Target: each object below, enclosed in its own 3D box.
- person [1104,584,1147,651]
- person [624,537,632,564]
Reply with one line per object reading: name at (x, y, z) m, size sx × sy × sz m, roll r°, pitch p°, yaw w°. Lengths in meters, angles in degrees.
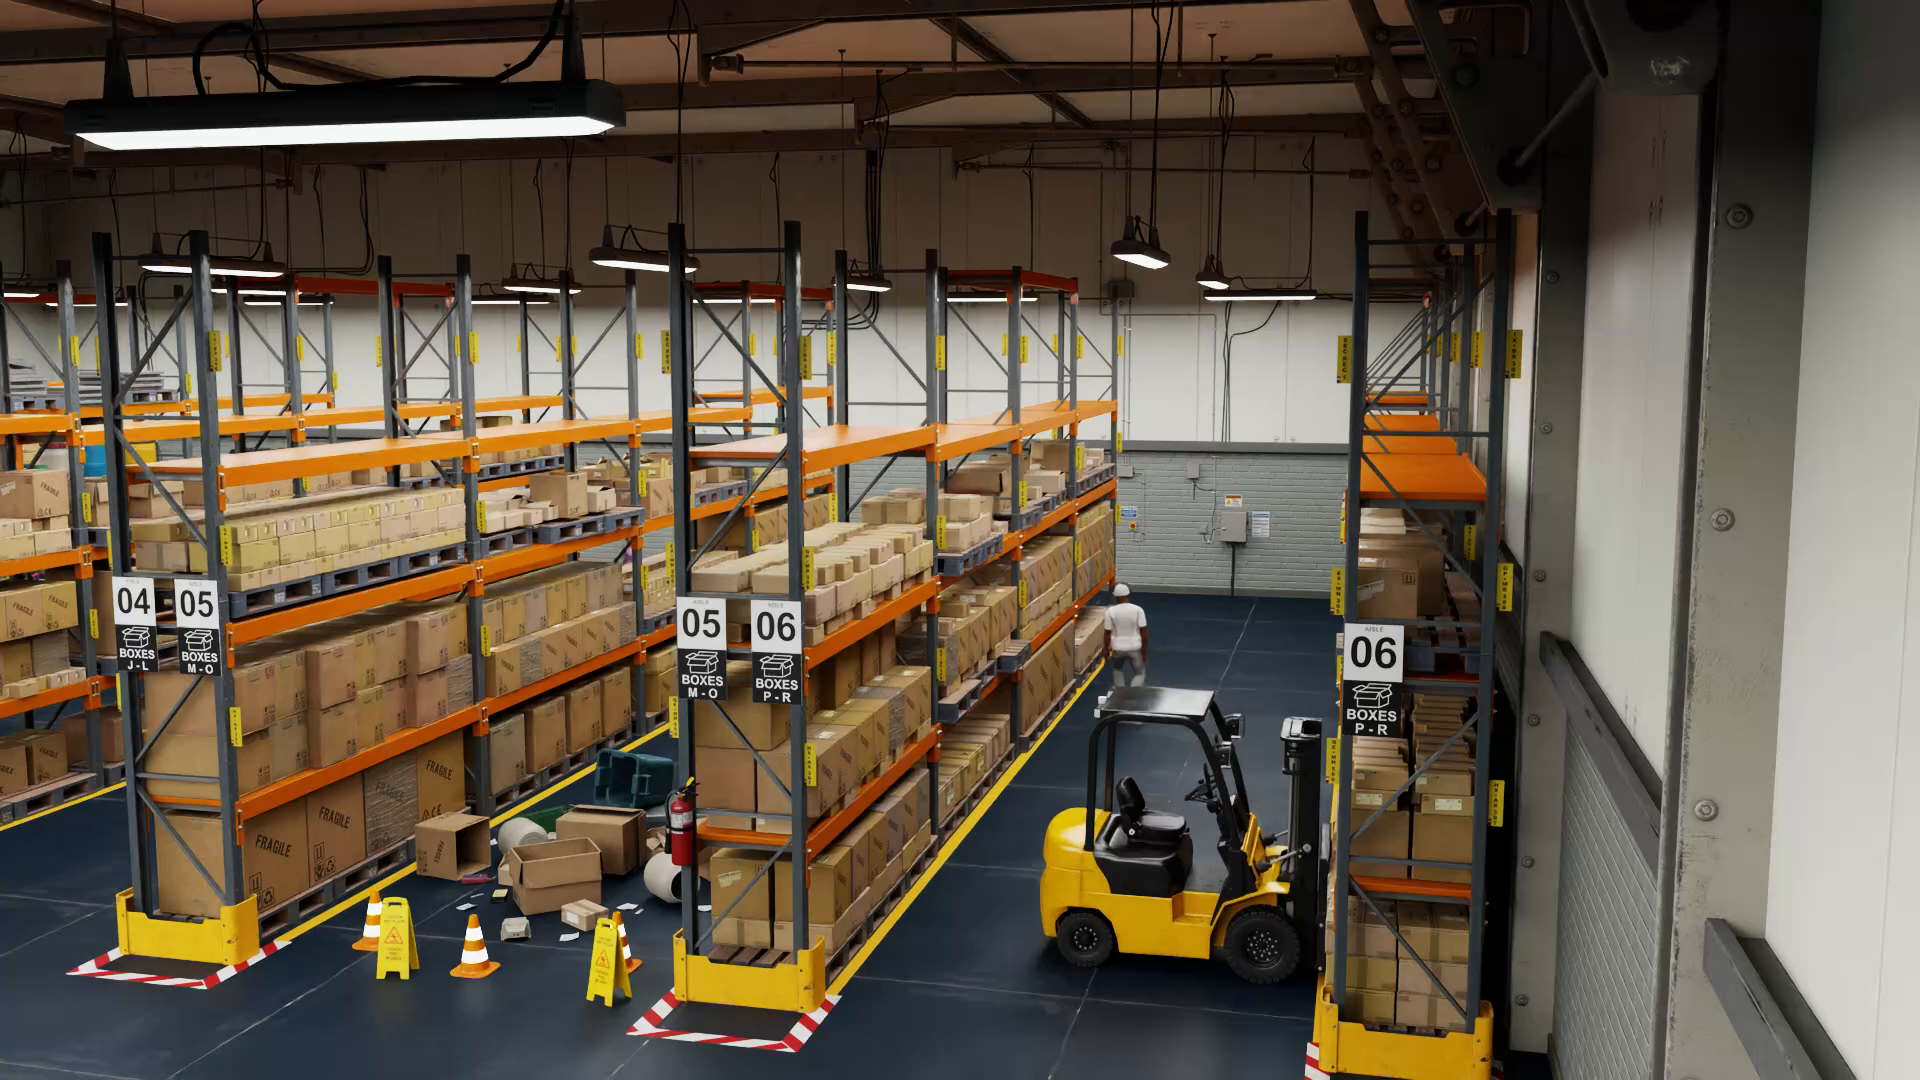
person at (2.212, 1.409, 22.140) m, size 0.602 × 1.643 × 0.514 m, roll 1°, pitch 7°, yaw 6°
person at (-6.080, 0.614, 30.860) m, size 0.421 × 1.568 × 0.752 m, roll -5°, pitch 9°, yaw -38°
